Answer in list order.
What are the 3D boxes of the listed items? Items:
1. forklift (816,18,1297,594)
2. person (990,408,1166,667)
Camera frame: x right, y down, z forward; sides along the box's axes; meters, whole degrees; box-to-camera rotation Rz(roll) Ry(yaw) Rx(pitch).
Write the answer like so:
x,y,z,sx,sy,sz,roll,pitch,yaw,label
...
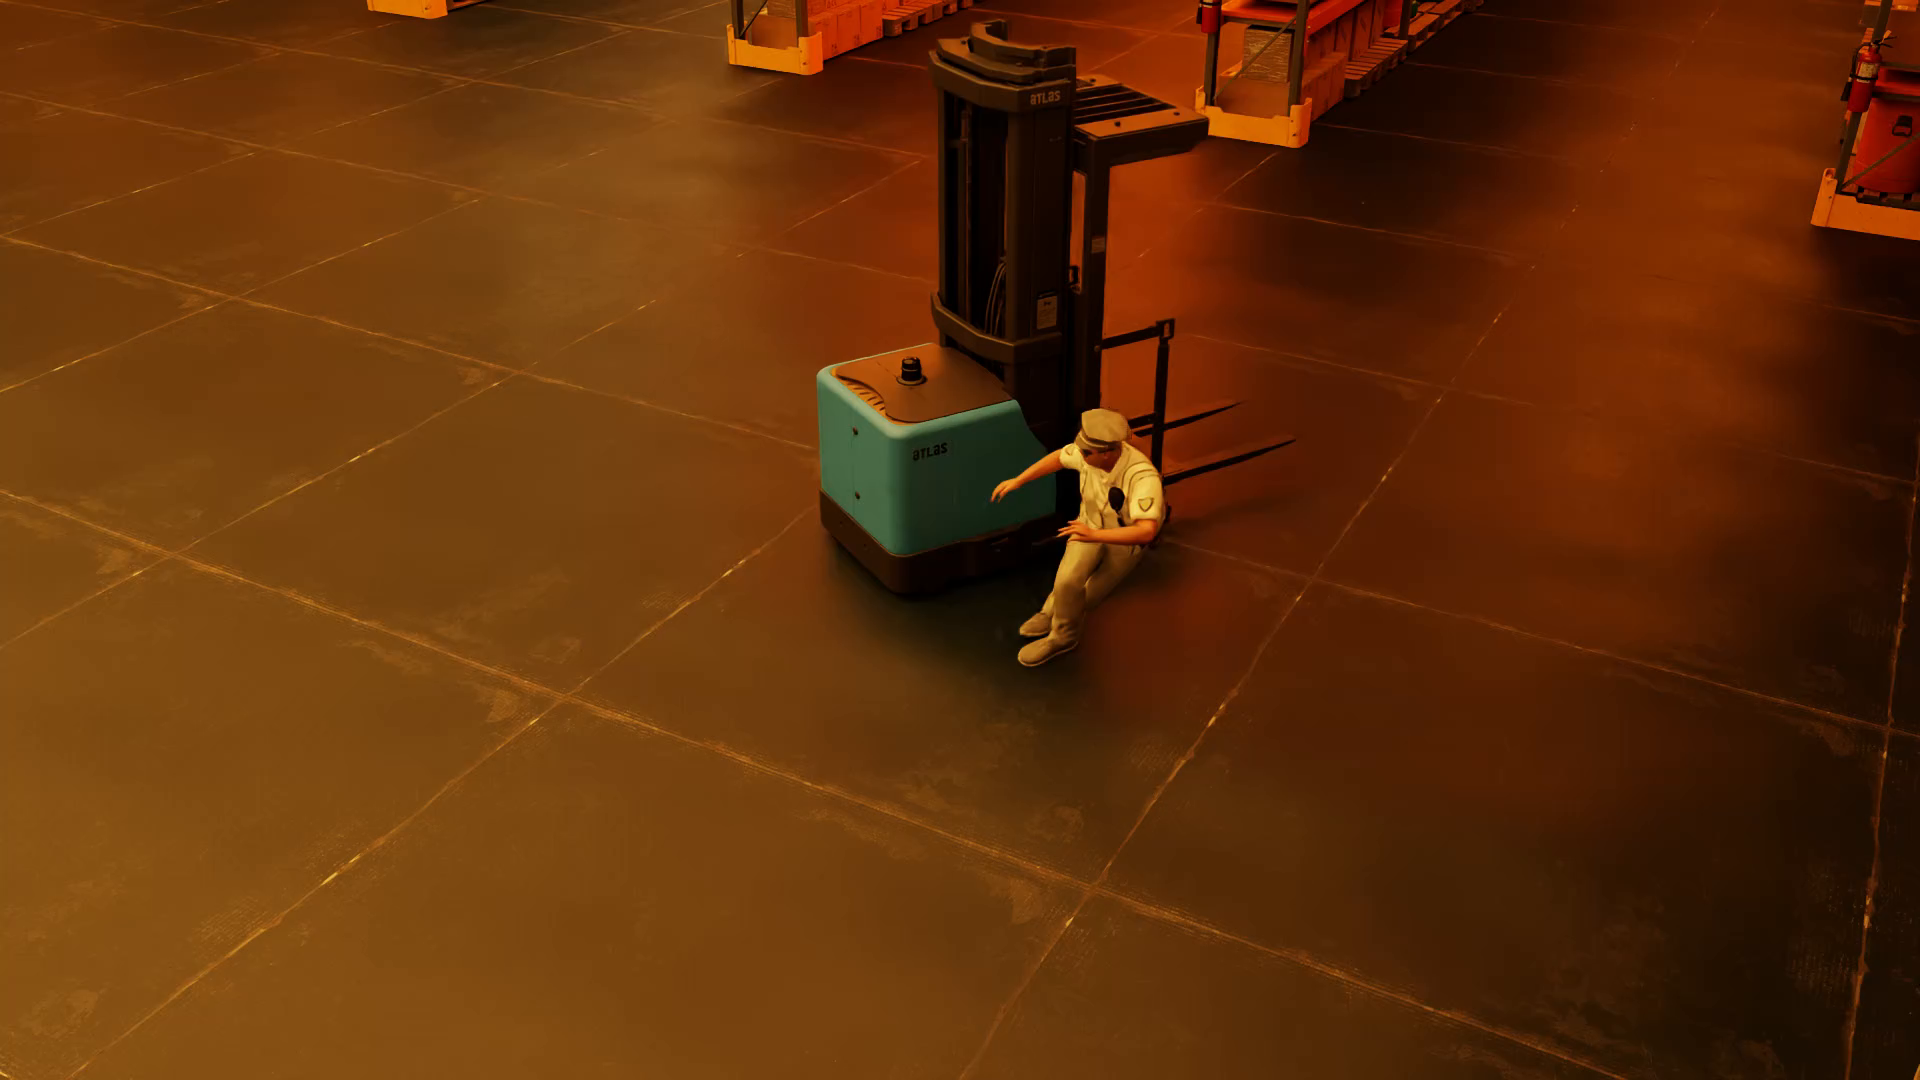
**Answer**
x,y,z,sx,sy,sz,roll,pitch,yaw,label
0.692,-1.495,9.661,3.031,2.935,1.130,-16,34,-26,forklift
0.594,0.011,8.437,0.999,1.522,0.930,15,33,25,person
